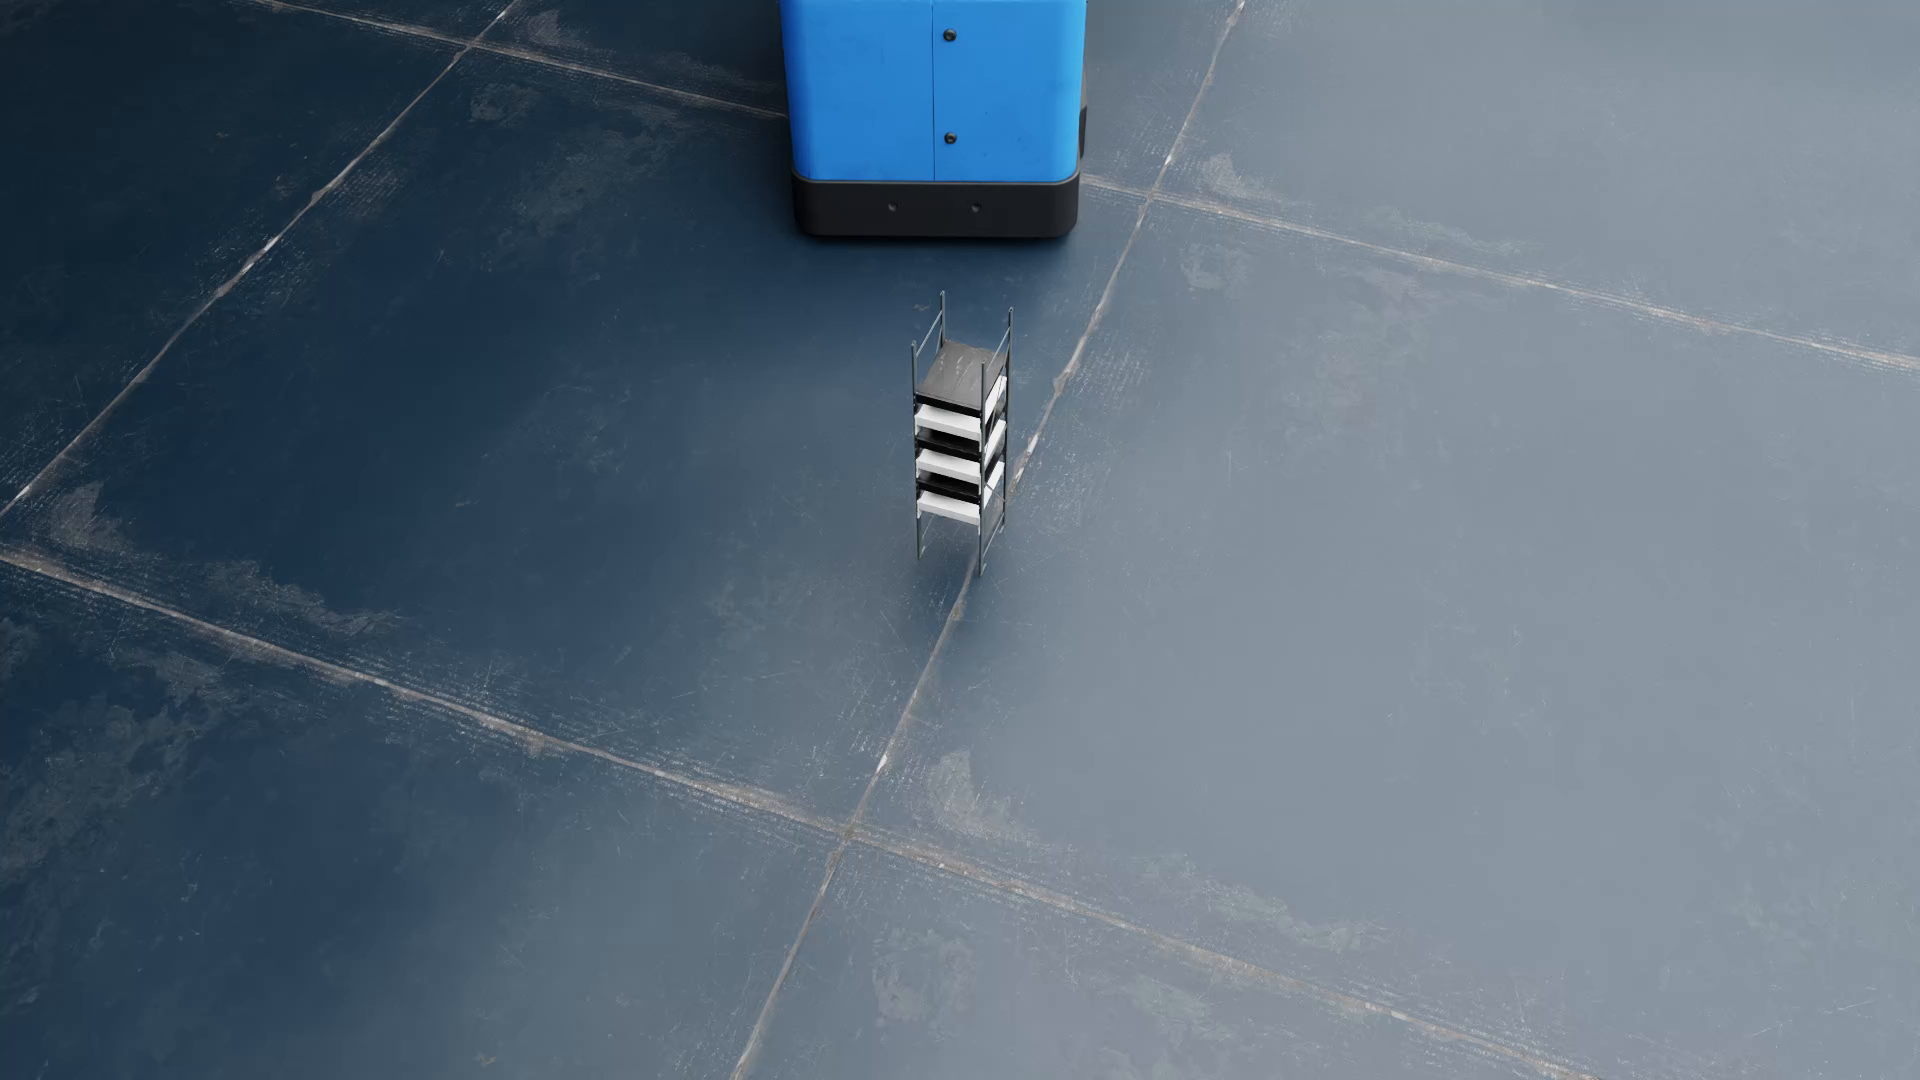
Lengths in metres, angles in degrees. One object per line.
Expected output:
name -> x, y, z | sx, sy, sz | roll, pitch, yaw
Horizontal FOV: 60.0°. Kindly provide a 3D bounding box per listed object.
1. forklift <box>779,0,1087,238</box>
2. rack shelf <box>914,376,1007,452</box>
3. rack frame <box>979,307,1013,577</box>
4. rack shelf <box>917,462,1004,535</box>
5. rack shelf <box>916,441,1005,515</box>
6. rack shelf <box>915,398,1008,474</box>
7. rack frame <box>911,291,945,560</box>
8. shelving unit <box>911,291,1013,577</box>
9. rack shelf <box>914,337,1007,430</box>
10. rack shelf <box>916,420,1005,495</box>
forklift -> -0.071, -3.174, 6.061 | 1.130, 2.935, 3.031 | 1, 49, 1
rack shelf -> 0.008, -0.389, 4.797 | 0.200, 0.077, 0.258 | 16, 51, 13
rack frame -> 0.103, -0.266, 4.885 | 0.006, 0.900, 0.240 | 16, 51, 13
rack shelf -> 0.008, -0.153, 5.069 | 0.200, 0.077, 0.258 | 16, 51, 13
rack shelf -> 0.008, -0.212, 5.001 | 0.200, 0.077, 0.258 | 16, 51, 13
rack shelf -> 0.008, -0.330, 4.865 | 0.200, 0.077, 0.258 | 16, 51, 13
rack frame -> -0.088, -0.319, 4.931 | 0.006, 0.900, 0.240 | 16, 51, 13
shelving unit -> 0.008, -0.293, 4.908 | 0.210, 0.900, 0.258 | 16, 51, 13
rack shelf -> 0.008, -0.448, 4.729 | 0.200, 0.077, 0.258 | 16, 51, 13
rack shelf -> 0.008, -0.271, 4.933 | 0.200, 0.077, 0.258 | 16, 51, 13
